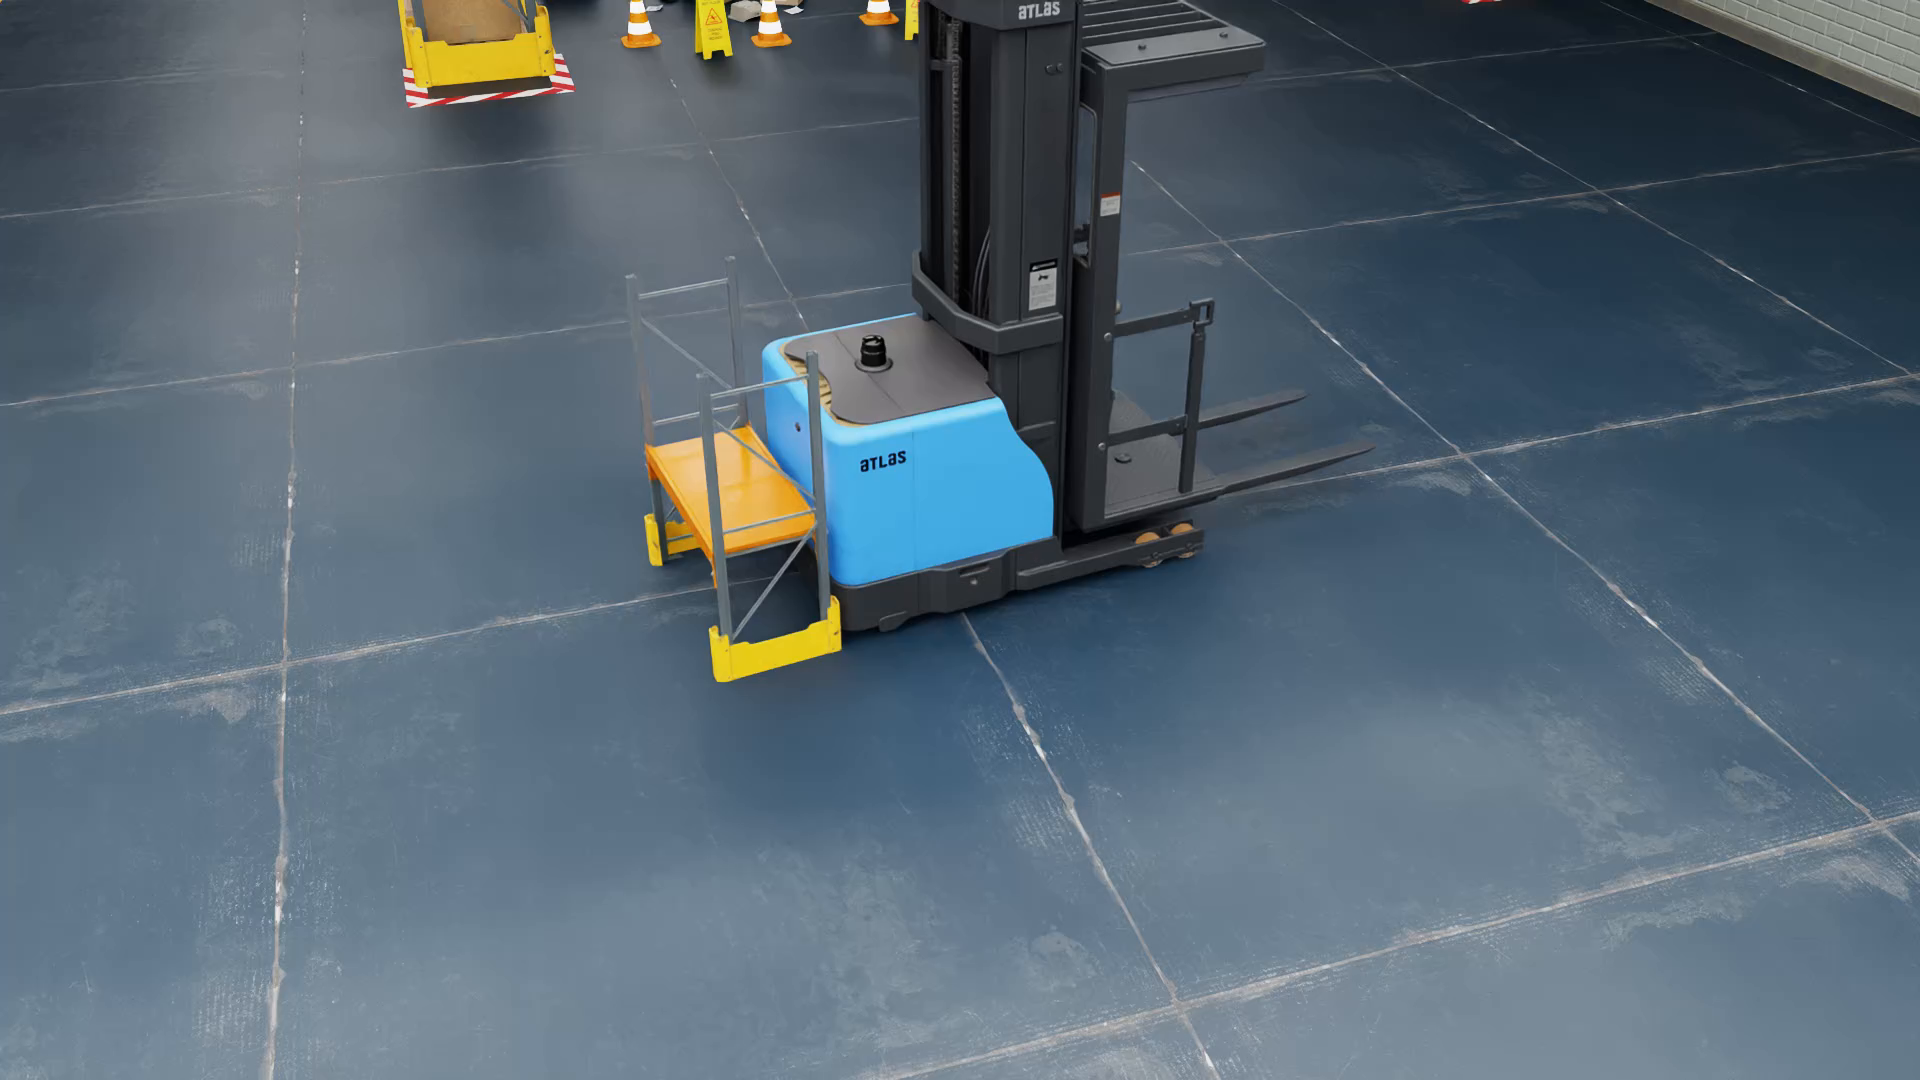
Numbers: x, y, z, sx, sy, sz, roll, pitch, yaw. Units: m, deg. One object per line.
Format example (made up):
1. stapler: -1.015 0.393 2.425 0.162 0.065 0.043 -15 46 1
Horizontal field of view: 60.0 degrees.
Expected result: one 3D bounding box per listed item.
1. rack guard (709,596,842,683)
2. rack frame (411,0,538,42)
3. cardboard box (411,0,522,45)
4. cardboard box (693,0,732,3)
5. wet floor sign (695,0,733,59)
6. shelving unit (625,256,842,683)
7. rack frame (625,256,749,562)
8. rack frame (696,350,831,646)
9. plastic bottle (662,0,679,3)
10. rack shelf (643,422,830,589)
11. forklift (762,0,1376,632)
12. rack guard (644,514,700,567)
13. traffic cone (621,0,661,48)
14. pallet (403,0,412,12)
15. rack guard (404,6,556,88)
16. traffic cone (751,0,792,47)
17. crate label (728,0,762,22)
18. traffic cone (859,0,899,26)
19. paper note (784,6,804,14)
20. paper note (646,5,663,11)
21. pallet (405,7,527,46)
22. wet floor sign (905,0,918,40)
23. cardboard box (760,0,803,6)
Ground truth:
1. rack guard: -0.811 0.438 7.360 0.587 0.250 0.087 -15 36 -21
2. rack frame: -4.085 -5.258 13.486 1.000 3.000 0.127 -10 35 -15
3. cardboard box: -4.354 -4.892 14.478 0.875 0.875 0.875 -10 35 -14
4. cardboard box: -2.348 -5.598 16.266 0.637 0.503 0.797 19 38 26
5. wet floor sign: -2.190 -4.593 14.616 0.267 0.644 0.232 -16 37 -23
6. shelving unit: -1.022 -0.332 7.392 0.587 1.500 1.083 -15 36 -21
7. rack frame: -1.235 -0.581 7.769 0.500 1.500 0.032 -15 36 -21
8. rack frame: -0.803 -0.074 7.001 0.500 1.500 0.032 -15 36 -21
9. plastic bottle: -2.871 -5.308 16.227 0.133 0.061 0.283 -23 40 -31
10. rack shelf: -1.019 -0.177 7.484 0.538 0.185 1.000 -15 36 -21
11. forklift: 0.631 -1.342 7.622 3.031 2.935 1.130 -14 36 -20
12. rack guard: -1.234 -0.059 8.112 0.587 0.250 0.087 -15 36 -21
13. traffic cone: -2.894 -4.717 14.969 0.336 0.463 0.334 -10 35 -15
14. pallet: -4.771 -5.141 15.838 1.003 0.211 1.213 -10 35 -15
15. rack guard: -4.077 -4.202 14.156 1.175 0.500 0.348 -10 35 -15
16. traffic cone: -1.714 -4.729 14.986 0.336 0.463 0.334 -10 35 -15
17. crate label: -2.013 -4.995 15.685 0.298 0.136 0.250 27 42 34
18. traffic cone: -0.761 -5.094 15.539 0.336 0.463 0.334 -10 35 -15
19. paper note: -1.585 -5.066 15.889 0.148 0.019 0.142 -23 40 -31
20. paper note: -2.933 -5.105 15.950 0.144 0.017 0.142 1 33 2
21. pallet: -4.403 -4.501 14.870 1.003 0.211 1.213 -10 35 -15
22. wet floor sign: -0.362 -4.881 15.052 0.267 0.644 0.232 1 33 2
23. cardboard box: -1.725 -5.302 16.139 0.380 0.149 0.250 7 34 10
